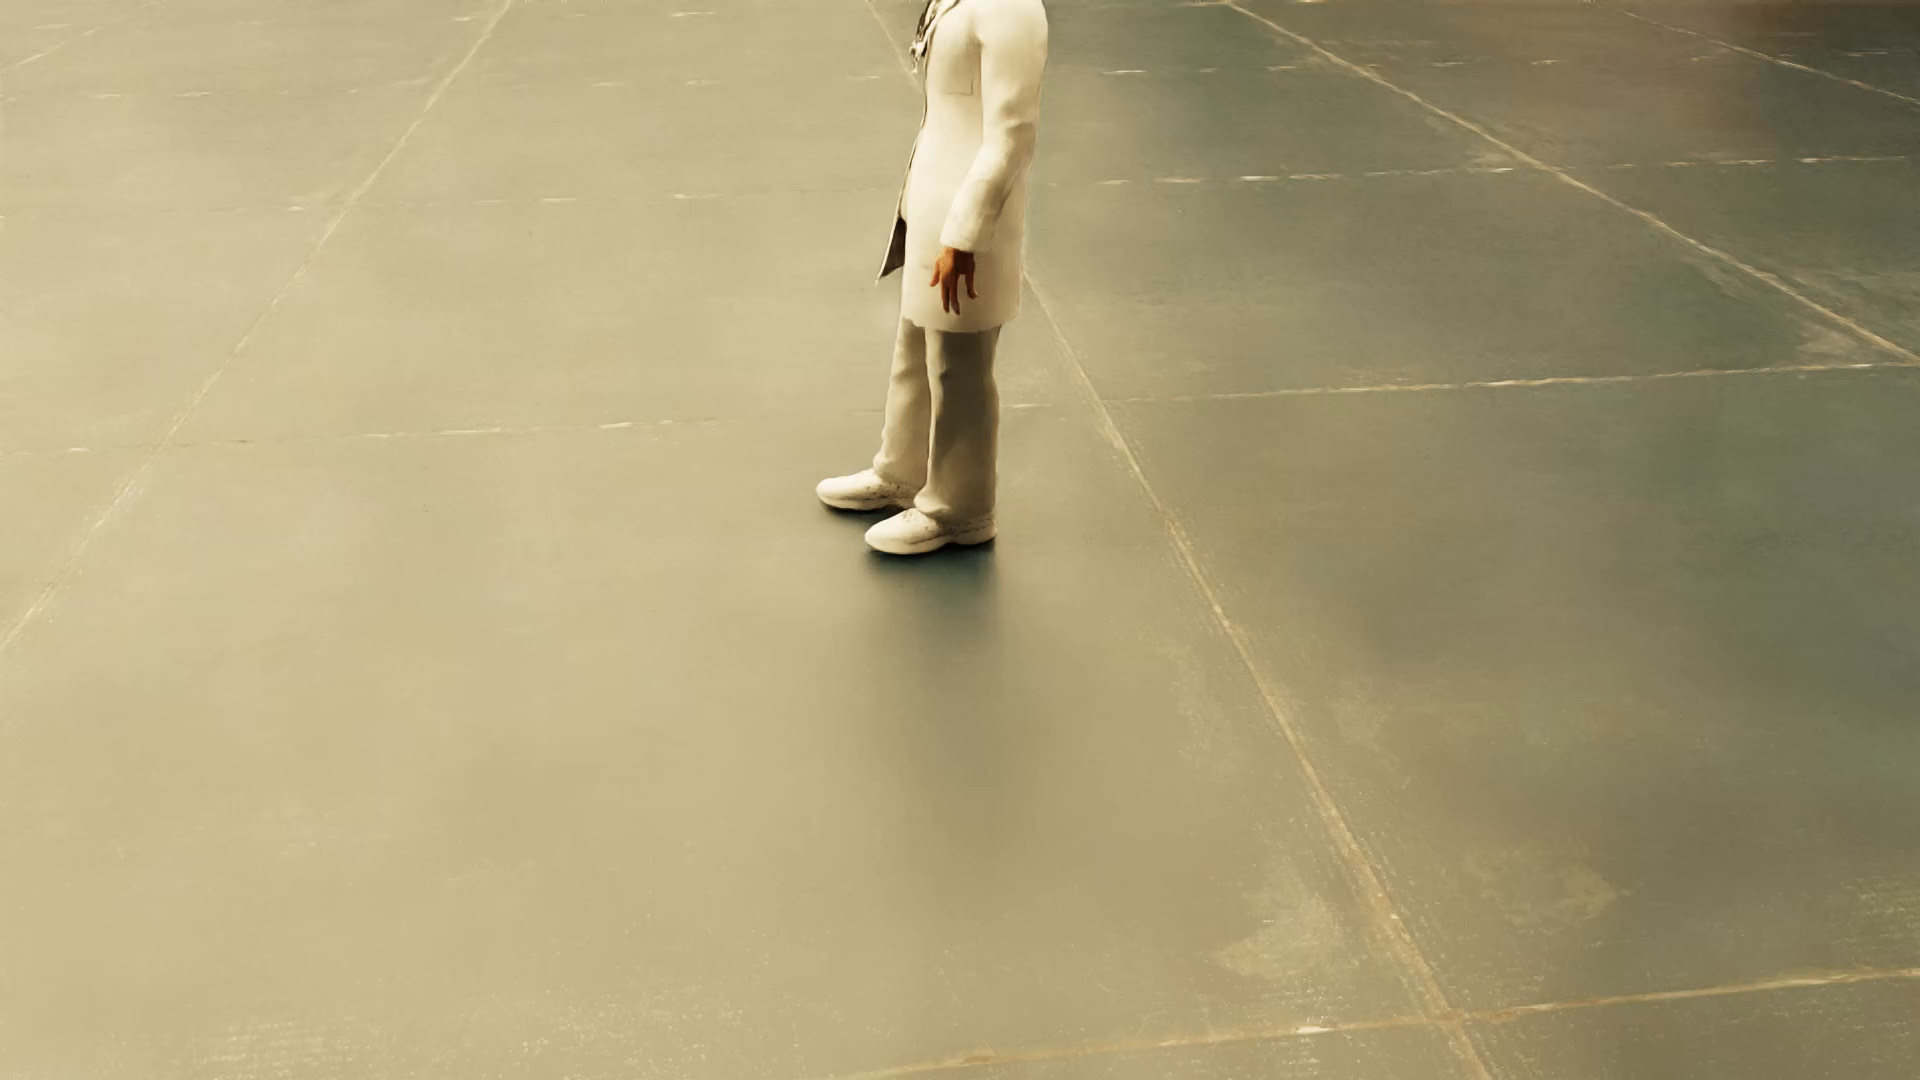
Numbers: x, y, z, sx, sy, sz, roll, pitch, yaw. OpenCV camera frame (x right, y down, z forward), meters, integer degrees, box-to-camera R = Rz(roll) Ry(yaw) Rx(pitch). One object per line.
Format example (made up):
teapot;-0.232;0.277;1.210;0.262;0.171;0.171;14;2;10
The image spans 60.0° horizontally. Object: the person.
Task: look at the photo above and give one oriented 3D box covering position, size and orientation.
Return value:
person;-0.091;-0.804;4.210;0.579;1.776;0.694;-3;26;-7
